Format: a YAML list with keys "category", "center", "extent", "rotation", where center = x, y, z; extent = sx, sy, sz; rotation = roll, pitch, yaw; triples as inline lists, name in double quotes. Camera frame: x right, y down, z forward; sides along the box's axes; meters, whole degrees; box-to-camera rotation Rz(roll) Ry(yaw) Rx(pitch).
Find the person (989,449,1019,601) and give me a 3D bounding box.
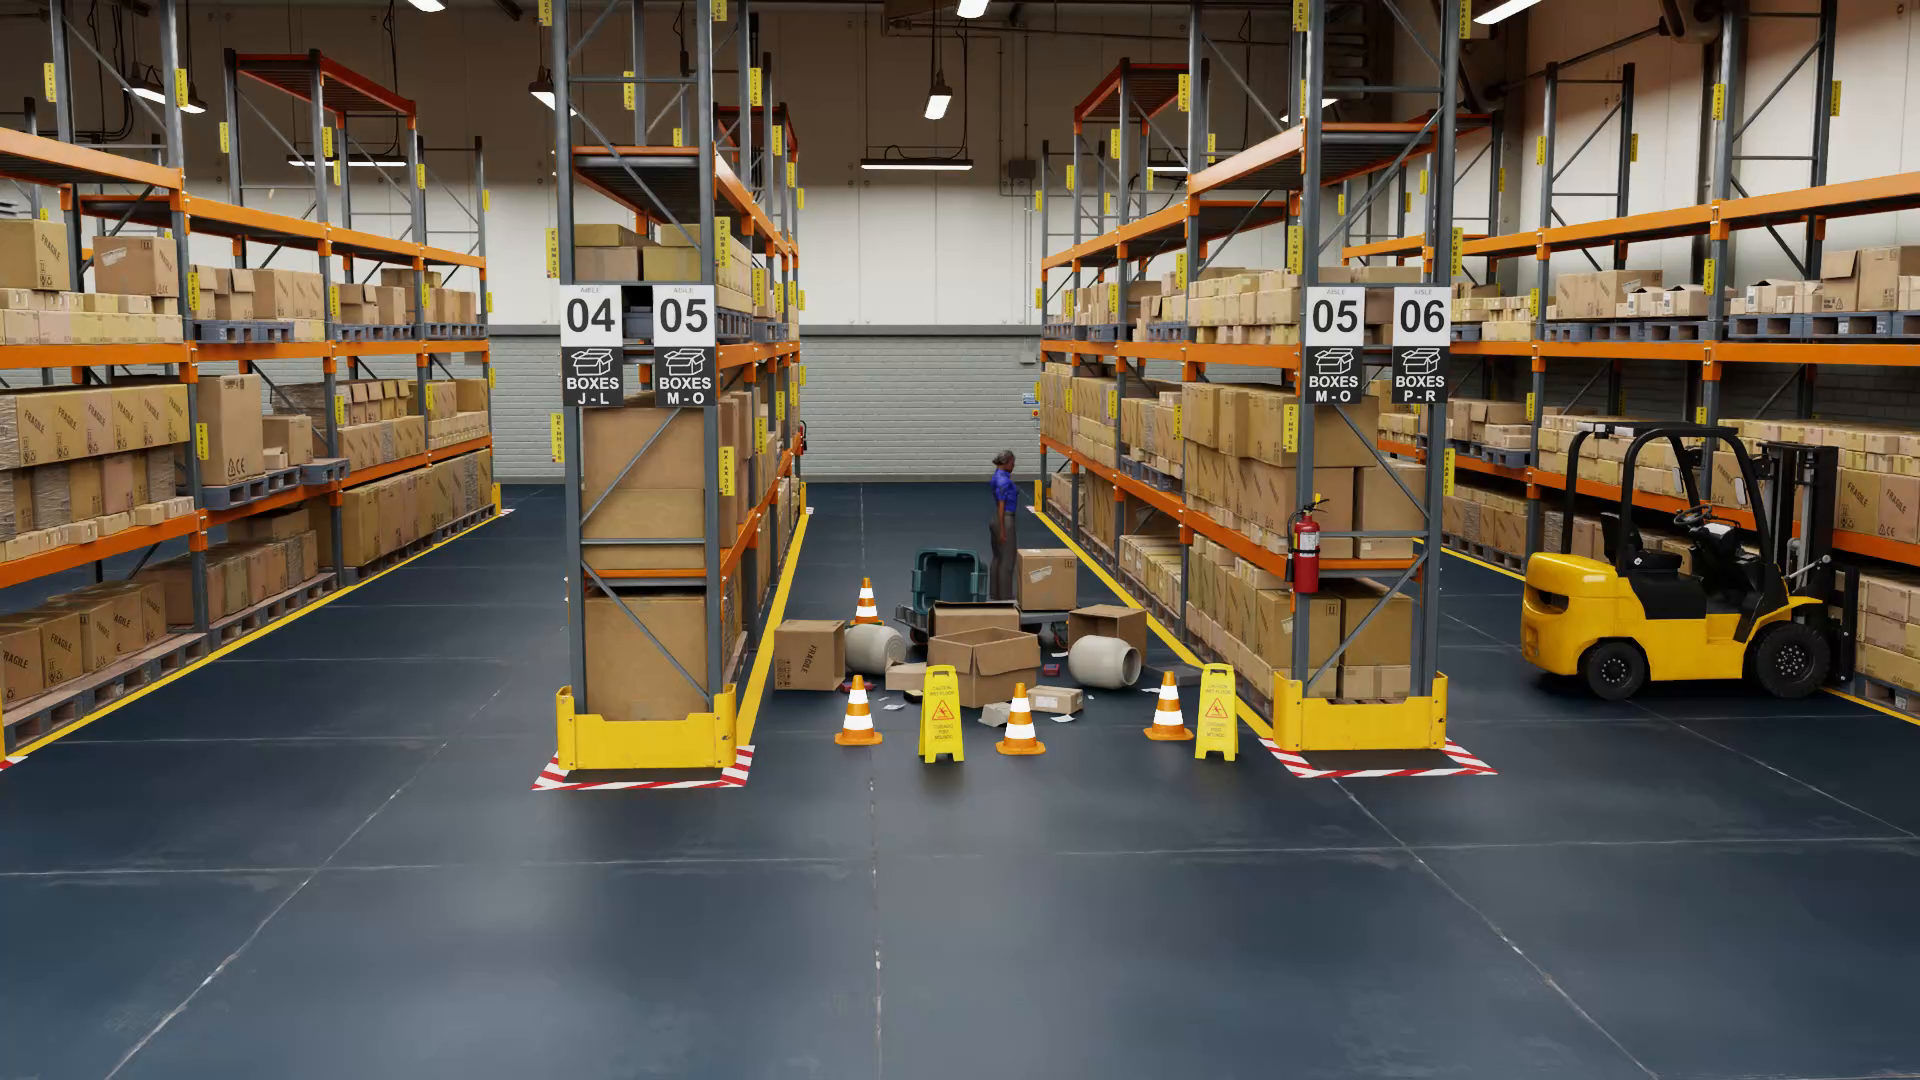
- category: "person"
  center: [0.495, -0.135, 17.750]
  extent: [0.370, 1.675, 0.543]
  rotation: [-1, 7, -10]
